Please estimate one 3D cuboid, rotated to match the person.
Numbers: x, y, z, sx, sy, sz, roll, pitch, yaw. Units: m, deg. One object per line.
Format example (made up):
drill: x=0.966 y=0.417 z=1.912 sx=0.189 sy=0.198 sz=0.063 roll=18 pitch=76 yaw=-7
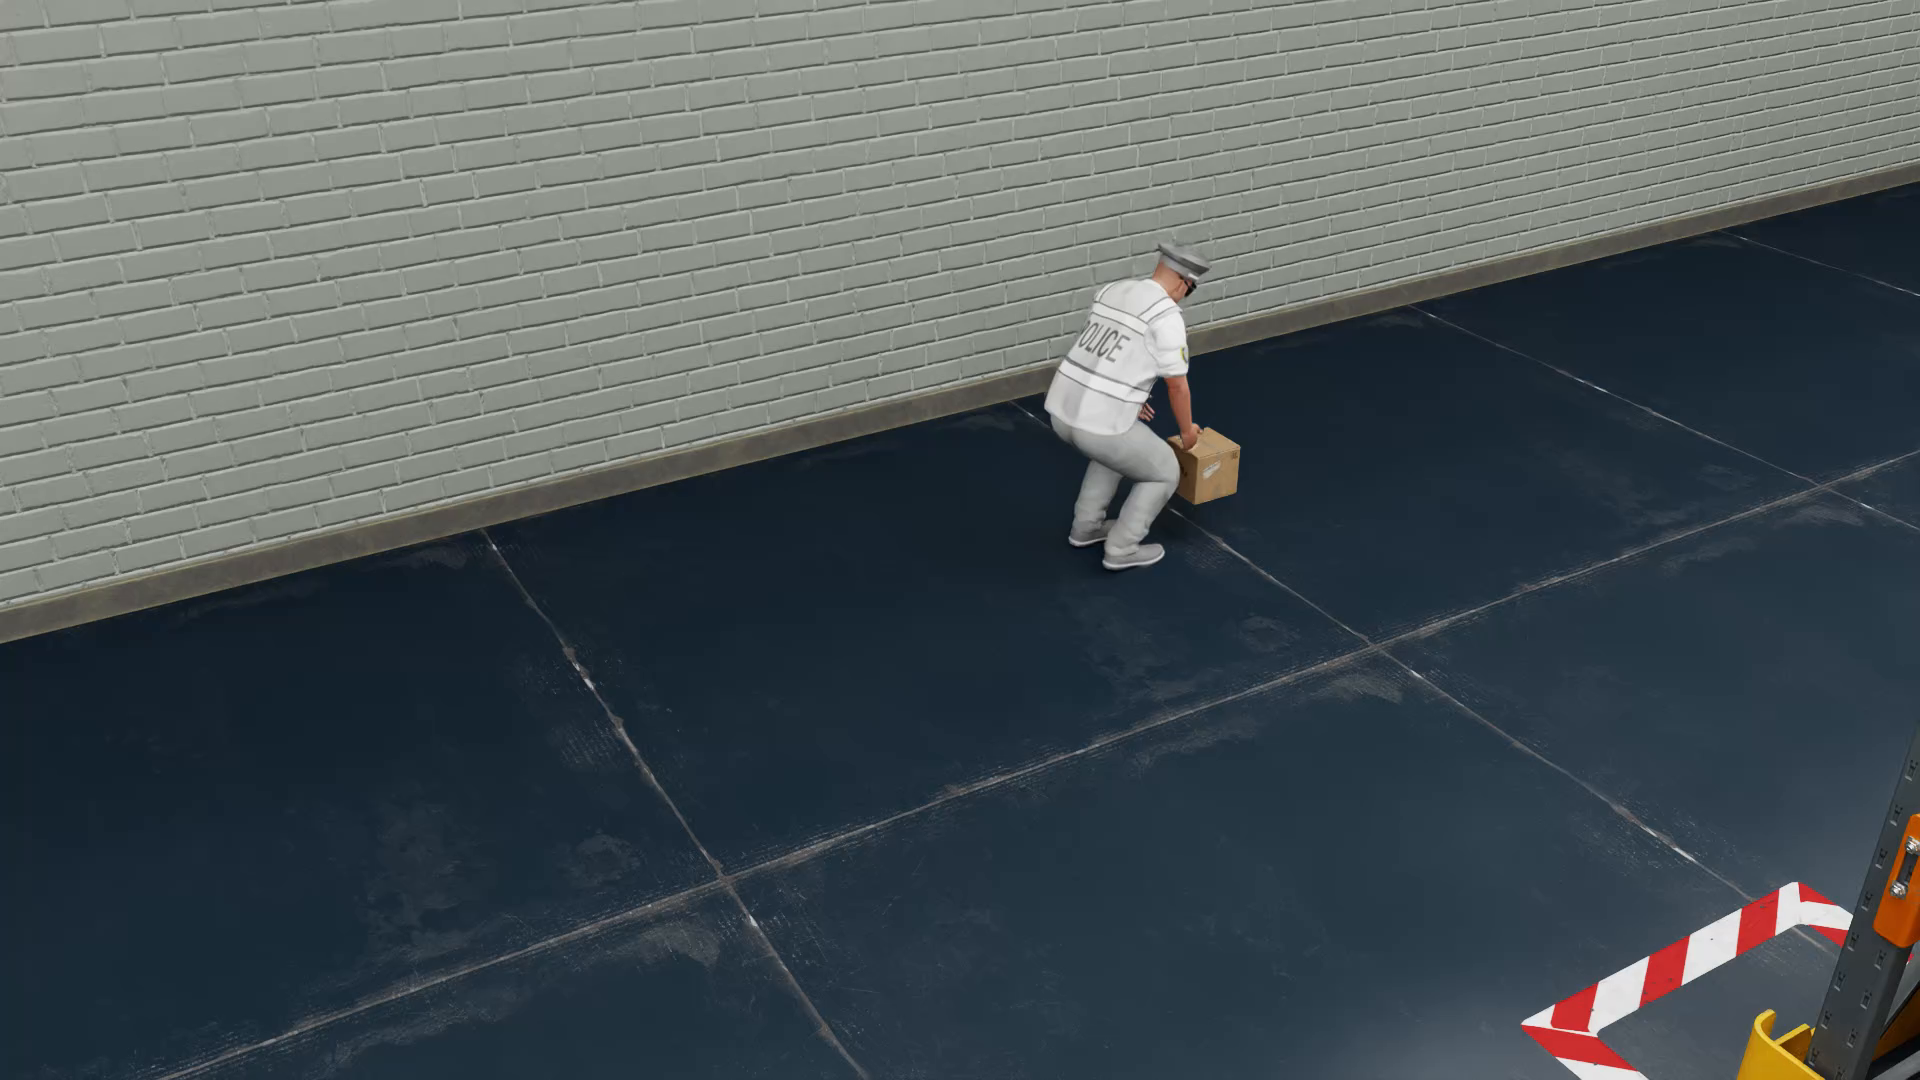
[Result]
person: x=0.753 y=-0.605 z=7.551 sx=0.790 sy=1.440 sz=0.590 roll=-16 pitch=32 yaw=-26
